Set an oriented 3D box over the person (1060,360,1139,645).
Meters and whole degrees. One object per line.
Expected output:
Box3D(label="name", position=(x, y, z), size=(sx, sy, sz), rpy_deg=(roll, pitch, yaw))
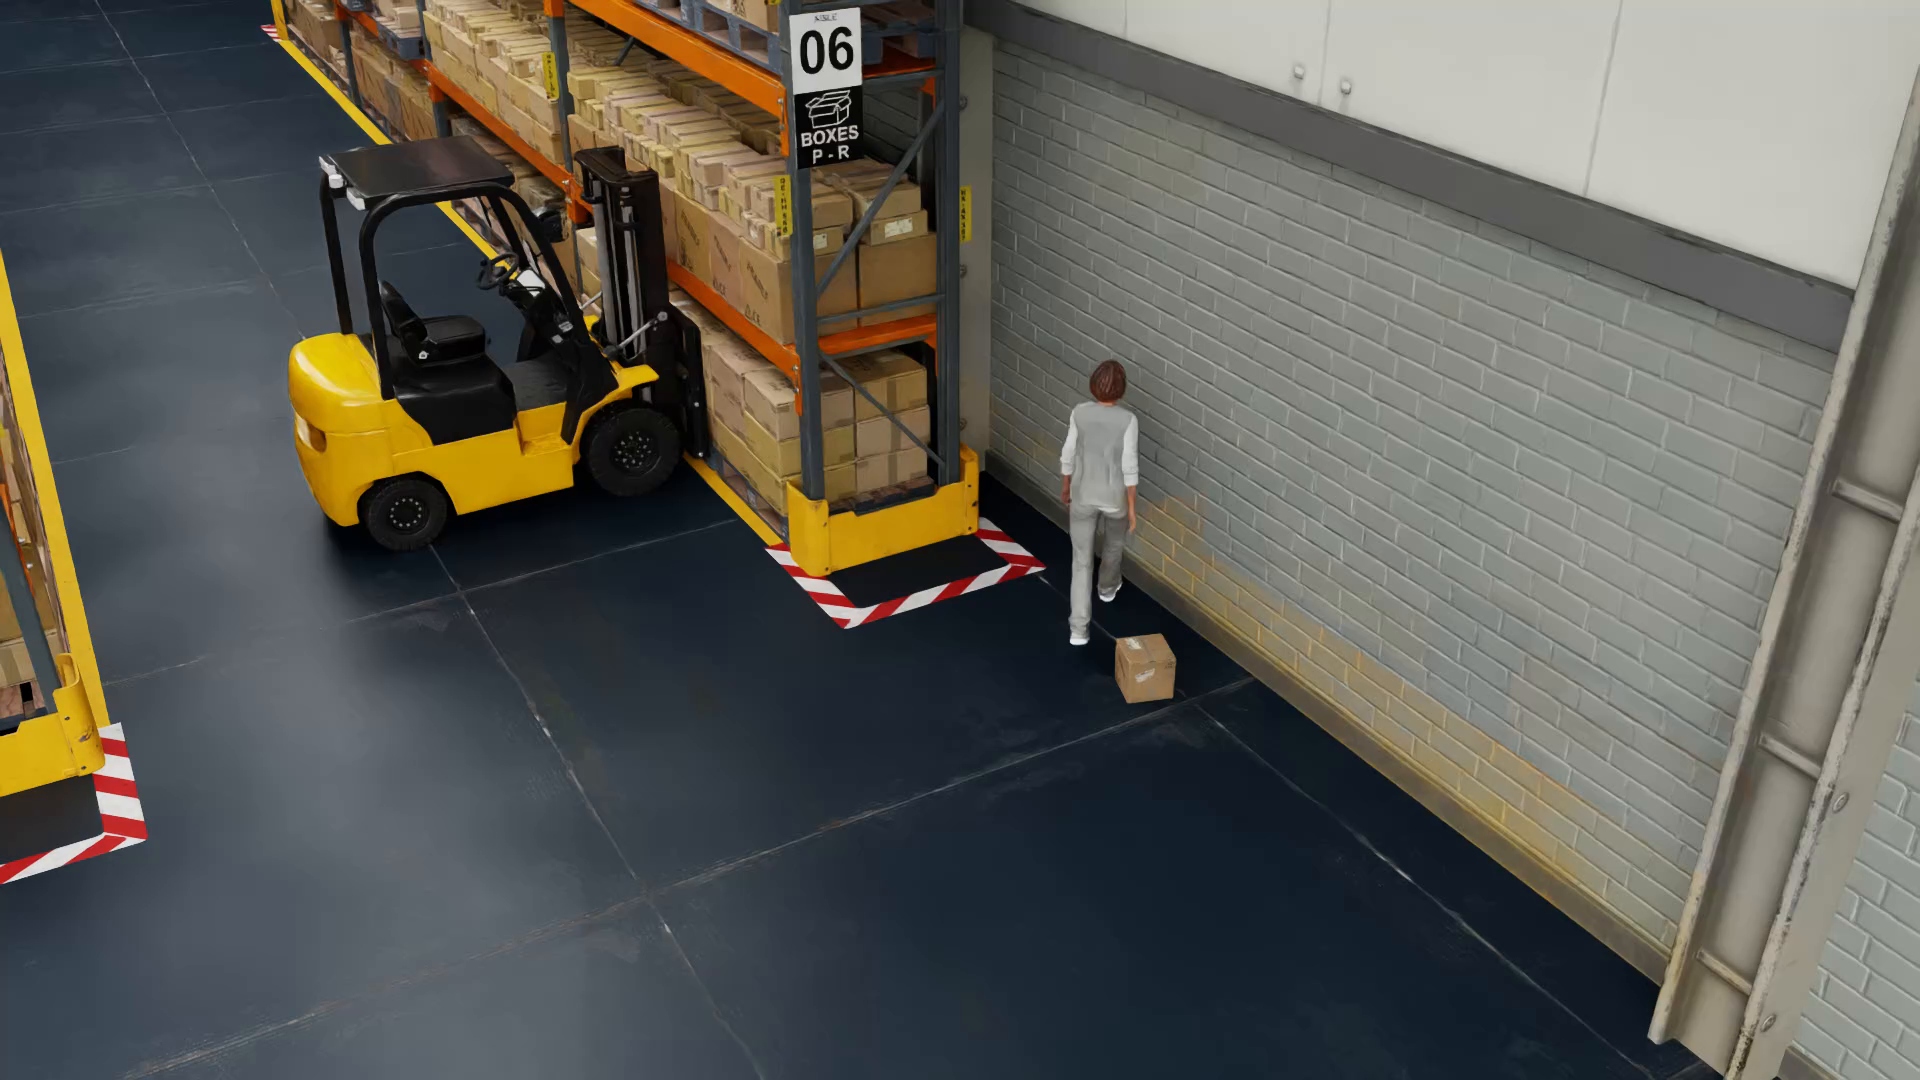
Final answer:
Box3D(label="person", position=(0.742, -0.223, 8.956), size=(0.436, 1.548, 0.951), rpy_deg=(5, 30, 9))
